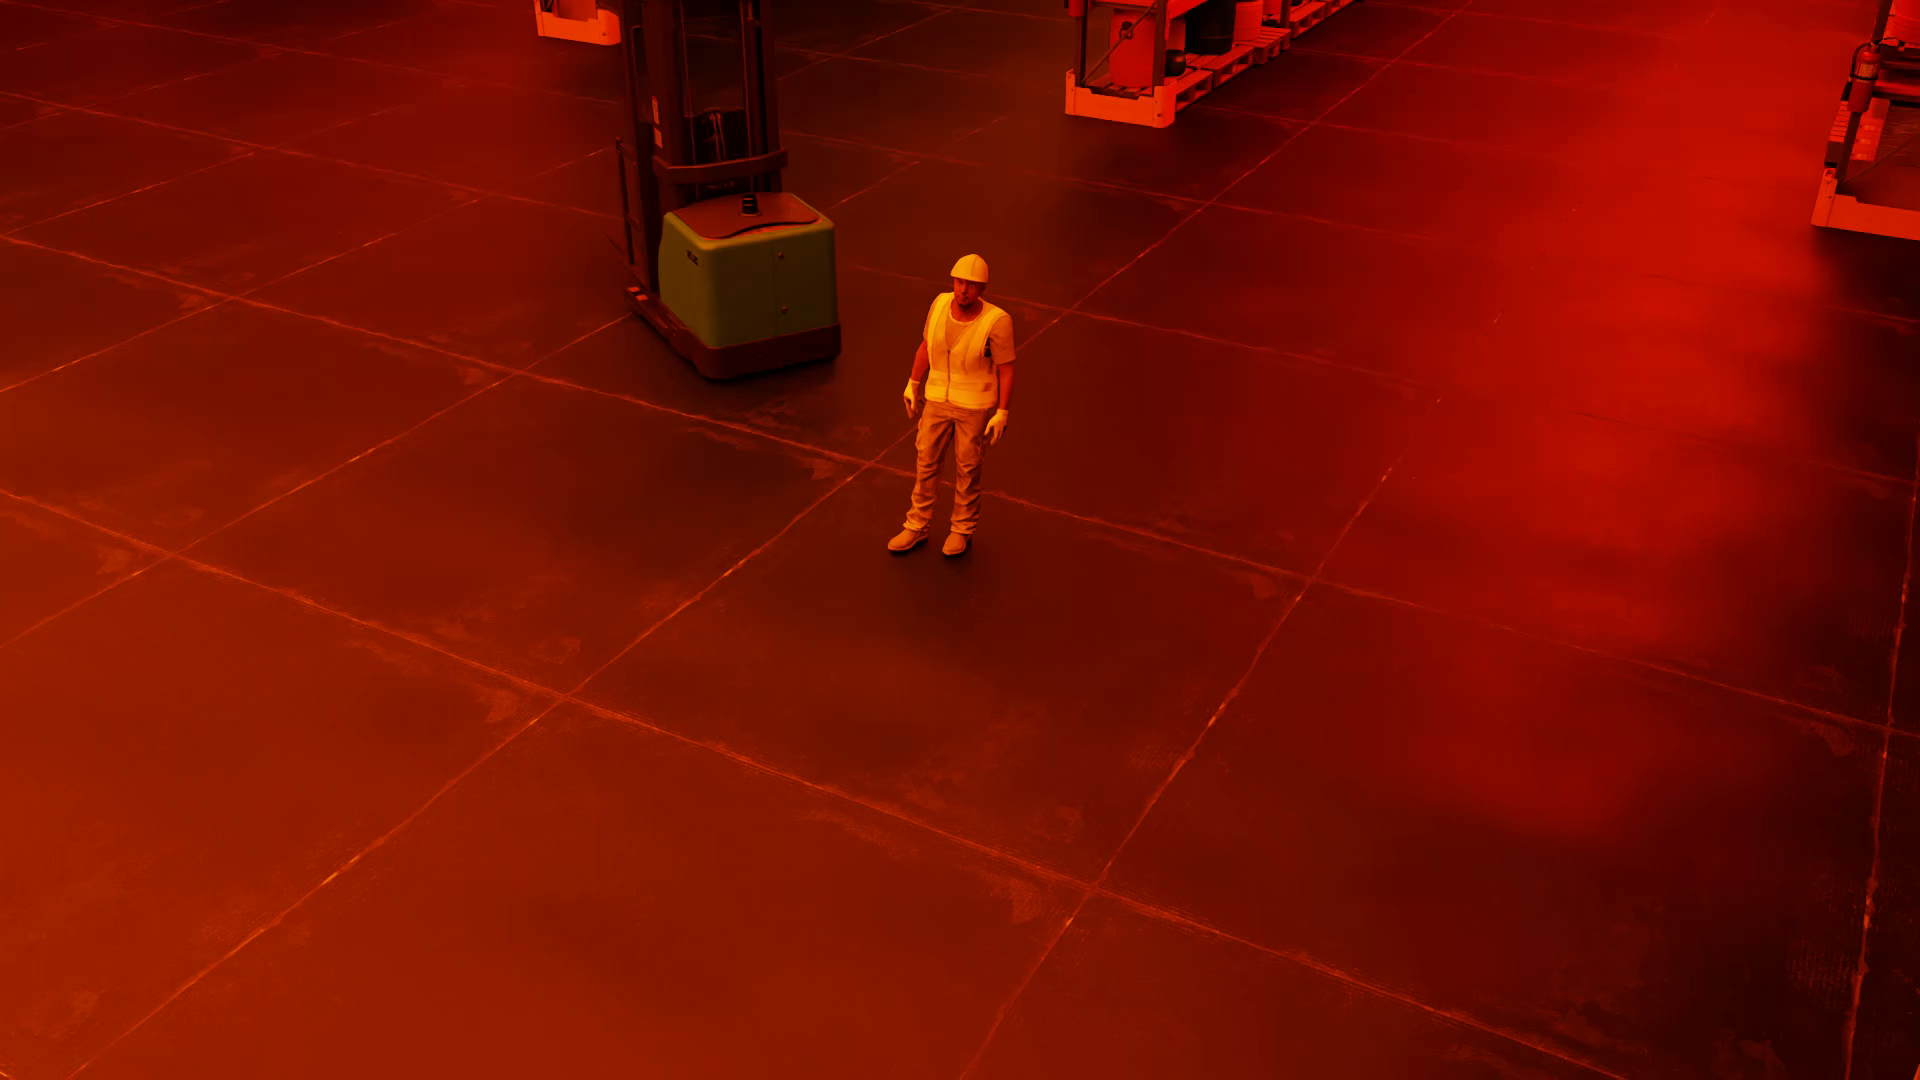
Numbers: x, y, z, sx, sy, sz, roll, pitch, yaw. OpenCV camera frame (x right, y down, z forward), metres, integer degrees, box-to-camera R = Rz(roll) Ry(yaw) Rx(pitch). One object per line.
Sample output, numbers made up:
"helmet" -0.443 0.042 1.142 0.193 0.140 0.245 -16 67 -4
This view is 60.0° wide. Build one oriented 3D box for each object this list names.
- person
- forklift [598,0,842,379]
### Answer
"person" -0.043 -0.749 9.502 0.657 1.785 0.574 15 33 25
"forklift" -2.014 -3.122 12.481 1.130 2.935 3.031 -15 33 -24
